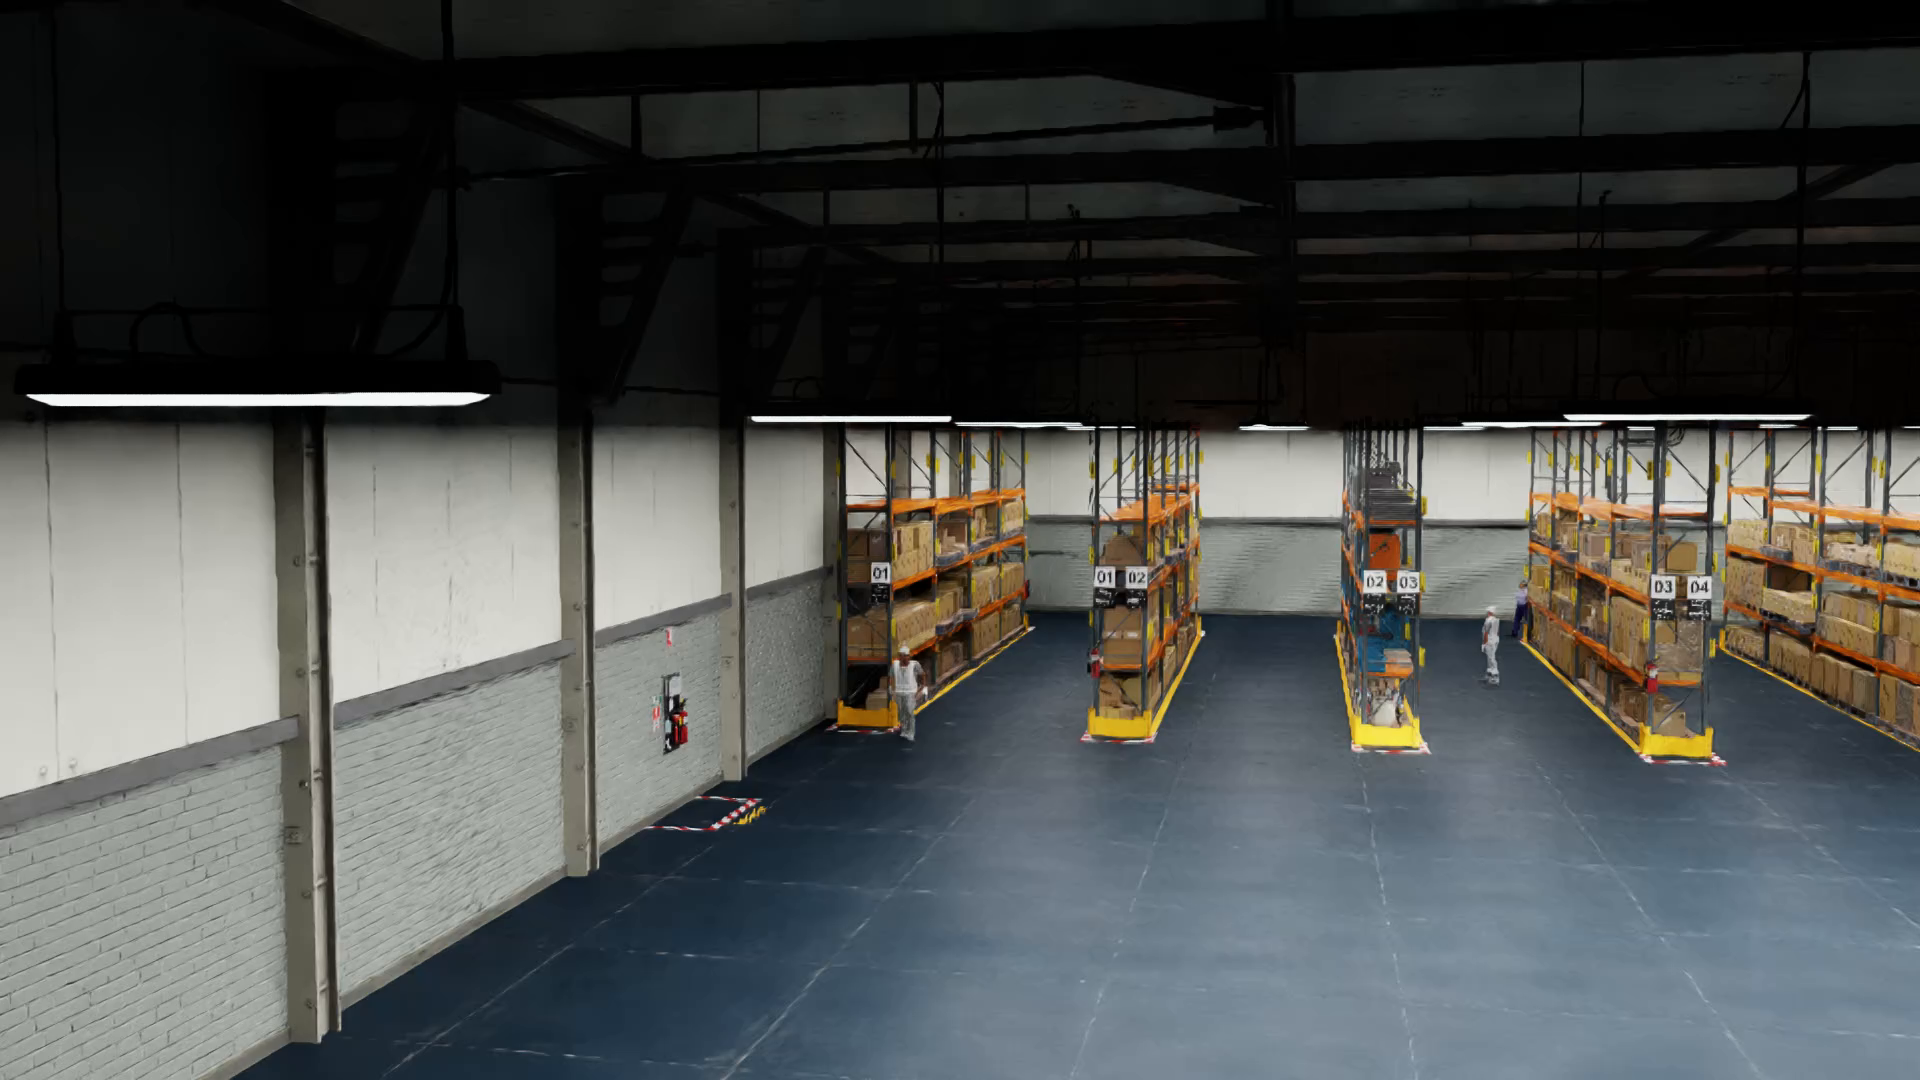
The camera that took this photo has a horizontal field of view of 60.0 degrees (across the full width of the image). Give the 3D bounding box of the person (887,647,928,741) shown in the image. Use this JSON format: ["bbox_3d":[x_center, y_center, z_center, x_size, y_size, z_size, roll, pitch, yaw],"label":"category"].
[{"bbox_3d":[-0.998,2.845,30.998,0.730,1.743,0.686,1,4,16],"label":"person"}]

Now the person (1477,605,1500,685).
[{"bbox_3d":[12.004,2.369,37.723,0.571,1.783,0.648,3,5,38],"label":"person"}]

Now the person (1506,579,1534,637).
[{"bbox_3d":[15.655,1.901,46.250,0.688,1.619,0.612,-2,4,-24],"label":"person"}]
